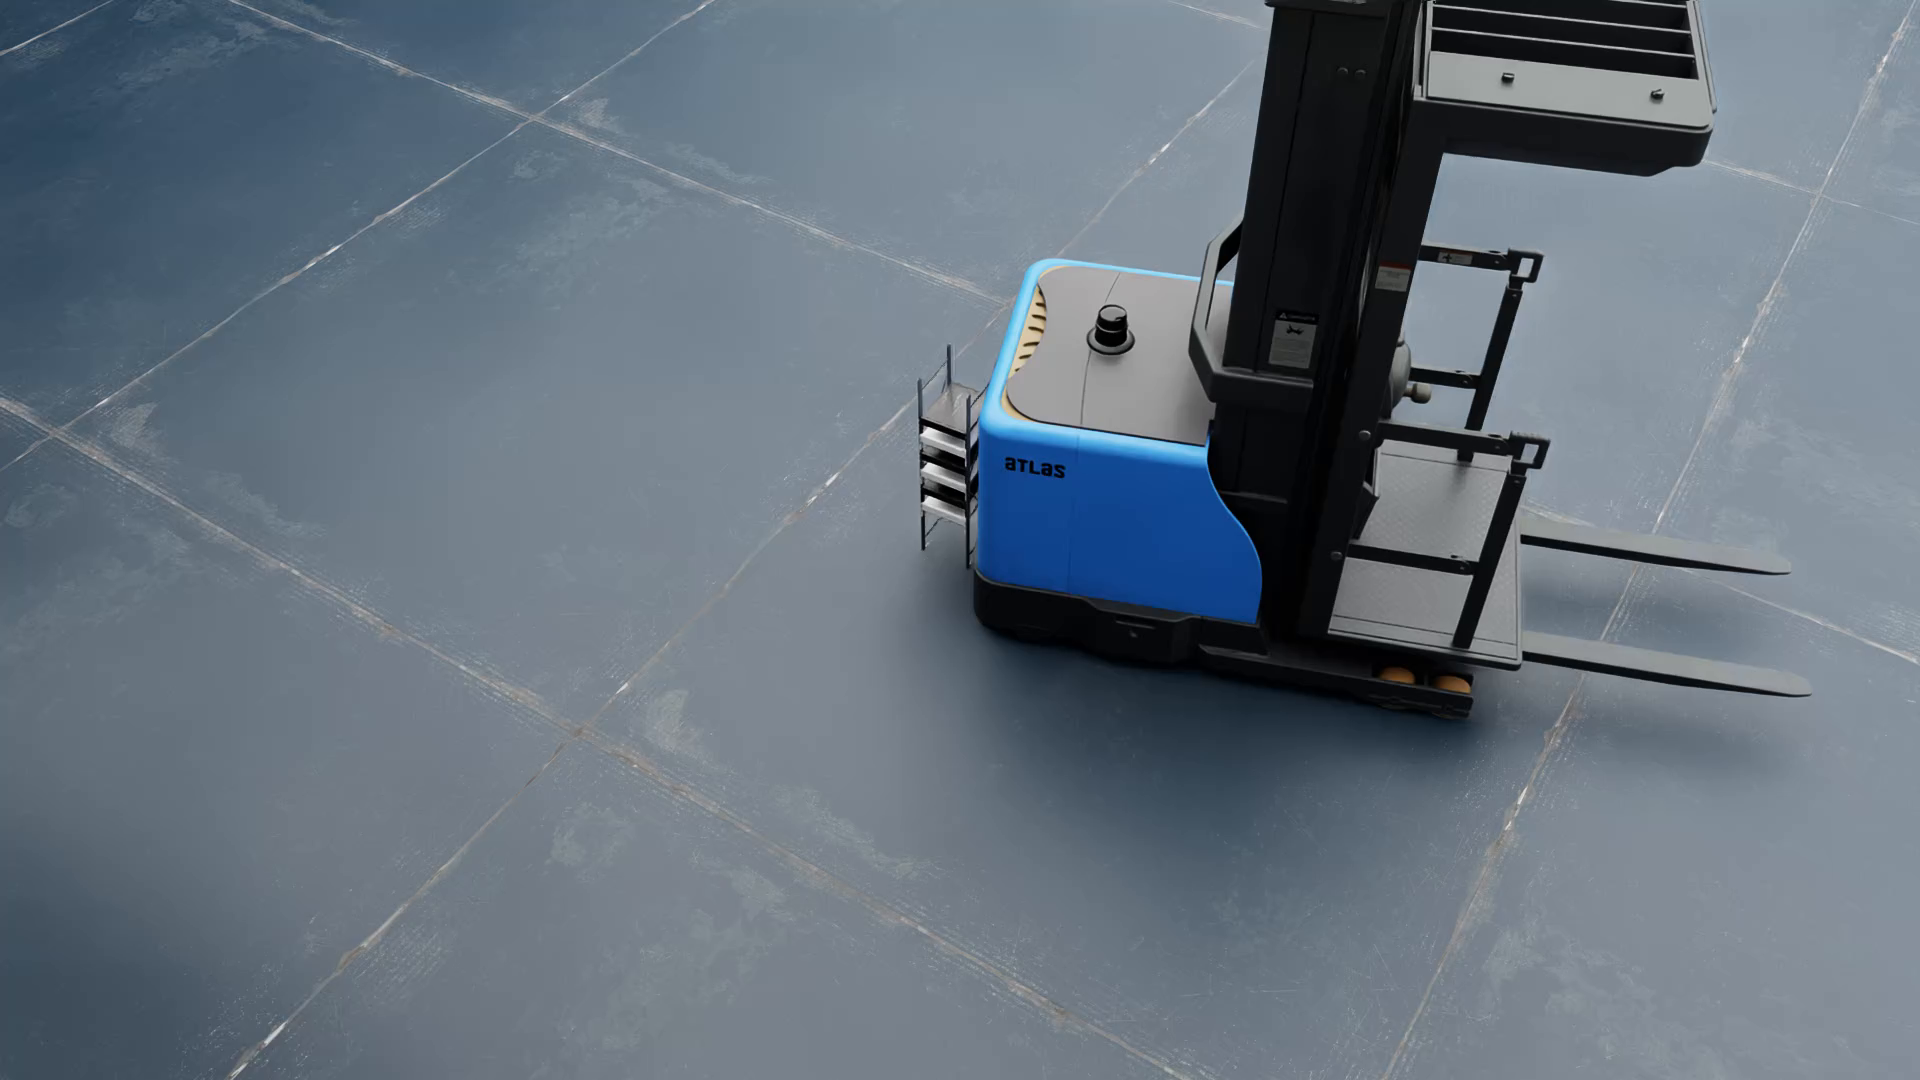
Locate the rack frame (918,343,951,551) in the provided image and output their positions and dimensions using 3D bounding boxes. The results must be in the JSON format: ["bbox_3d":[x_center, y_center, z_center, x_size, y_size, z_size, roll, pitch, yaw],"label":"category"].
[{"bbox_3d":[-0.094,-0.345,6.458,0.006,0.900,0.240,22,50,20],"label":"rack frame"}]

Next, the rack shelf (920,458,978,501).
[{"bbox_3d":[-0.005,-0.287,6.448,0.200,0.077,0.258,22,50,20],"label":"rack shelf"}]

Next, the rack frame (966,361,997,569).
[{"bbox_3d":[0.084,-0.275,6.389,0.006,0.900,0.240,22,50,20],"label":"rack frame"}]

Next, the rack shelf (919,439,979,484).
[{"bbox_3d":[-0.005,-0.349,6.383,0.200,0.077,0.258,22,50,20],"label":"rack shelf"}]

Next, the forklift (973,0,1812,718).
[{"bbox_3d":[1.623,-0.787,5.471,3.031,2.935,1.130,9,47,9],"label":"forklift"}]

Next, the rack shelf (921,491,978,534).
[{"bbox_3d":[-0.005,-0.161,6.577,0.200,0.077,0.258,22,50,20],"label":"rack shelf"}]

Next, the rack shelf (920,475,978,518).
[{"bbox_3d":[-0.005,-0.224,6.512,0.200,0.077,0.258,22,50,20],"label":"rack shelf"}]

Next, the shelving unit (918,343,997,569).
[{"bbox_3d":[-0.005,-0.310,6.424,0.210,0.900,0.258,22,50,20],"label":"shelving unit"}]

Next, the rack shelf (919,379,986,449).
[{"bbox_3d":[-0.005,-0.475,6.254,0.200,0.077,0.258,22,50,20],"label":"rack shelf"}]

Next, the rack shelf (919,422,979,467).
[{"bbox_3d":[-0.005,-0.412,6.319,0.200,0.077,0.258,22,50,20],"label":"rack shelf"}]
